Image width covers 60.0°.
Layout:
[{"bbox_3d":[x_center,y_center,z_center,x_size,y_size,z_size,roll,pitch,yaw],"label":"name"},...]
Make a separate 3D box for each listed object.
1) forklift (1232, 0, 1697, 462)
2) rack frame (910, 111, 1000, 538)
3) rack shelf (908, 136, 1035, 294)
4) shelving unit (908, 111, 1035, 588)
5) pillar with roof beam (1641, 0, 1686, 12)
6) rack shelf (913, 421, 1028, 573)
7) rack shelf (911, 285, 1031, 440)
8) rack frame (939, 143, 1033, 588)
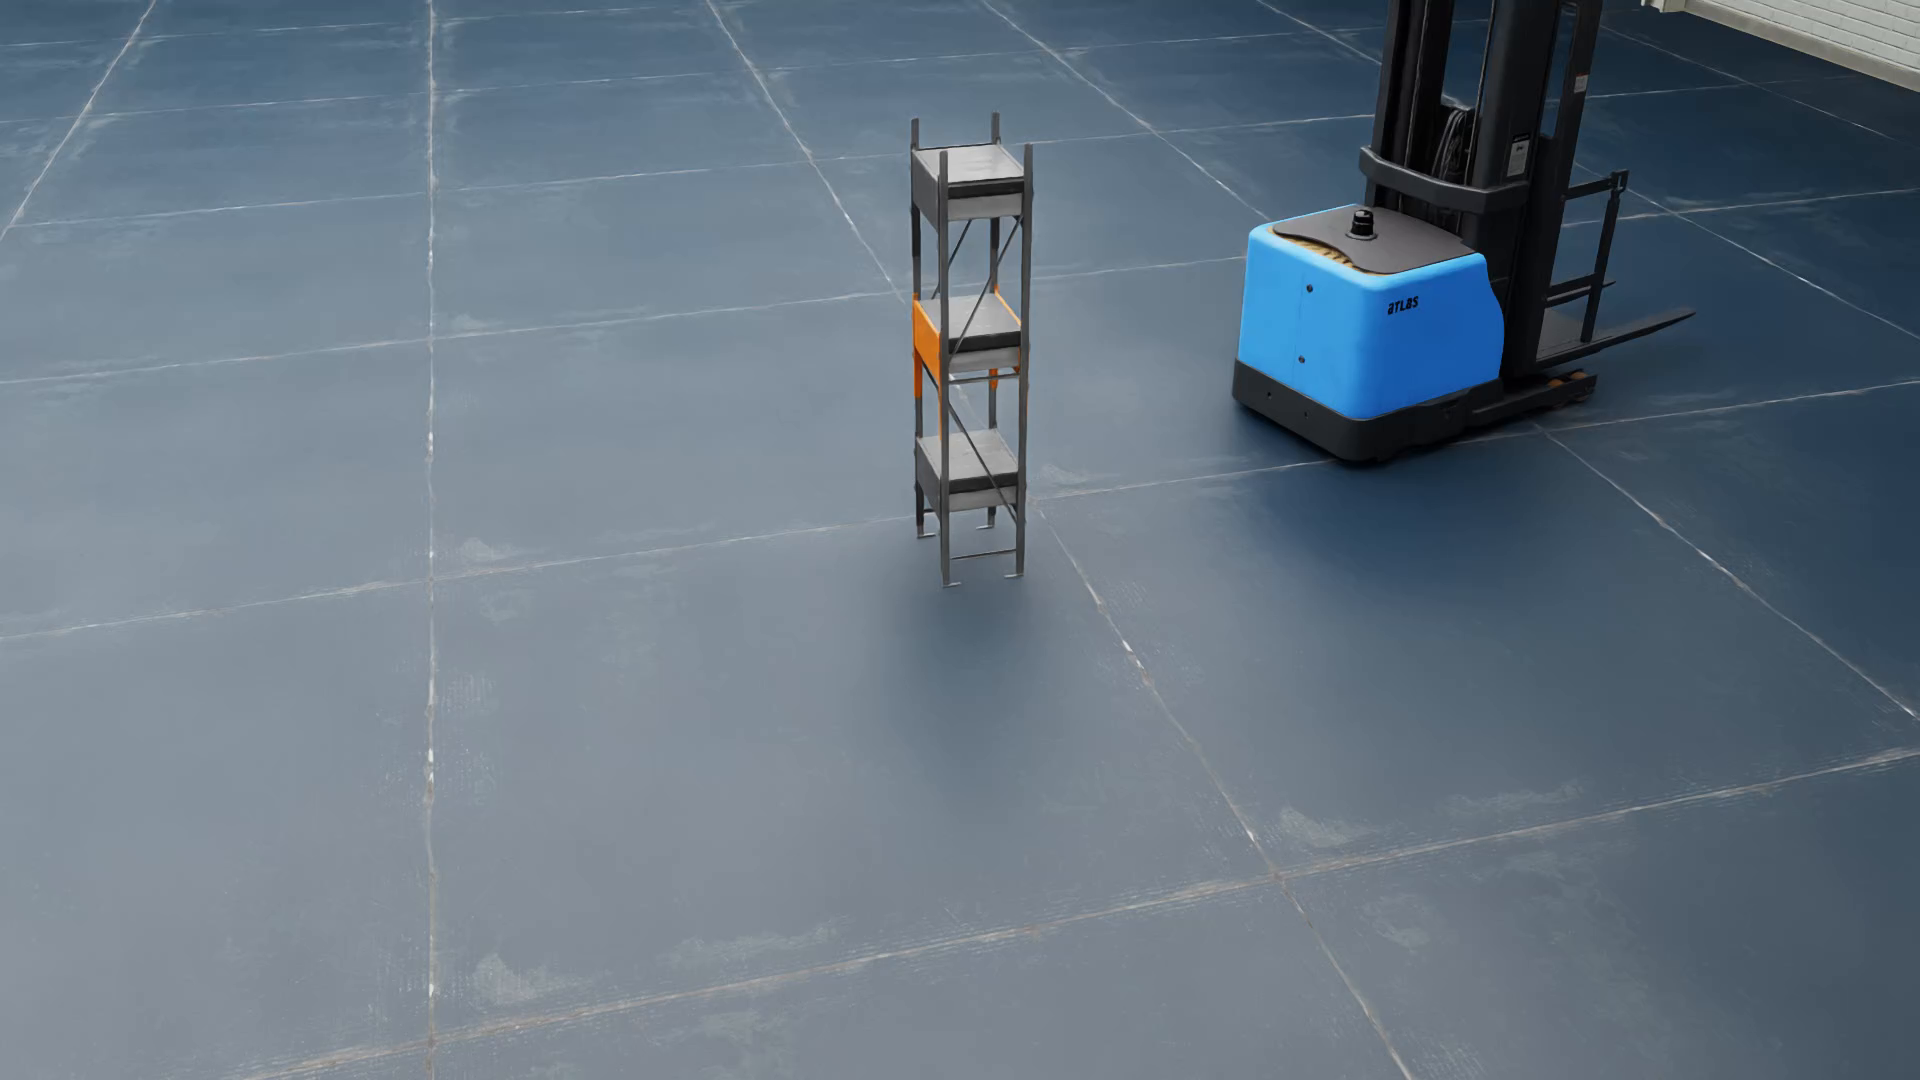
[{"bbox_3d":[3.083,-2.229,9.175,3.031,2.935,1.130,-17,34,-27],"label":"forklift"},{"bbox_3d":[-0.021,-0.947,7.789,0.400,2.100,0.015,-8,31,-13],"label":"rack frame"},{"bbox_3d":[0.044,-1.423,7.242,0.431,0.518,0.480,-8,31,-13],"label":"rack shelf"},{"bbox_3d":[0.044,-0.829,7.586,0.431,2.100,0.503,-8,31,-13],"label":"shelving unit"},{"bbox_3d":[3.655,-9.230,15.213,9.100,9.000,0.400,-8,31,-13],"label":"pillar with roof beam"},{"bbox_3d":[0.044,-0.211,7.943,0.431,0.518,0.480,-8,31,-13],"label":"rack shelf"},{"bbox_3d":[0.044,-0.817,7.593,0.431,0.518,0.480,-8,31,-13],"label":"rack shelf"},{"bbox_3d":[0.109,-0.711,7.382,0.400,2.100,0.015,-8,31,-13],"label":"rack frame"}]
